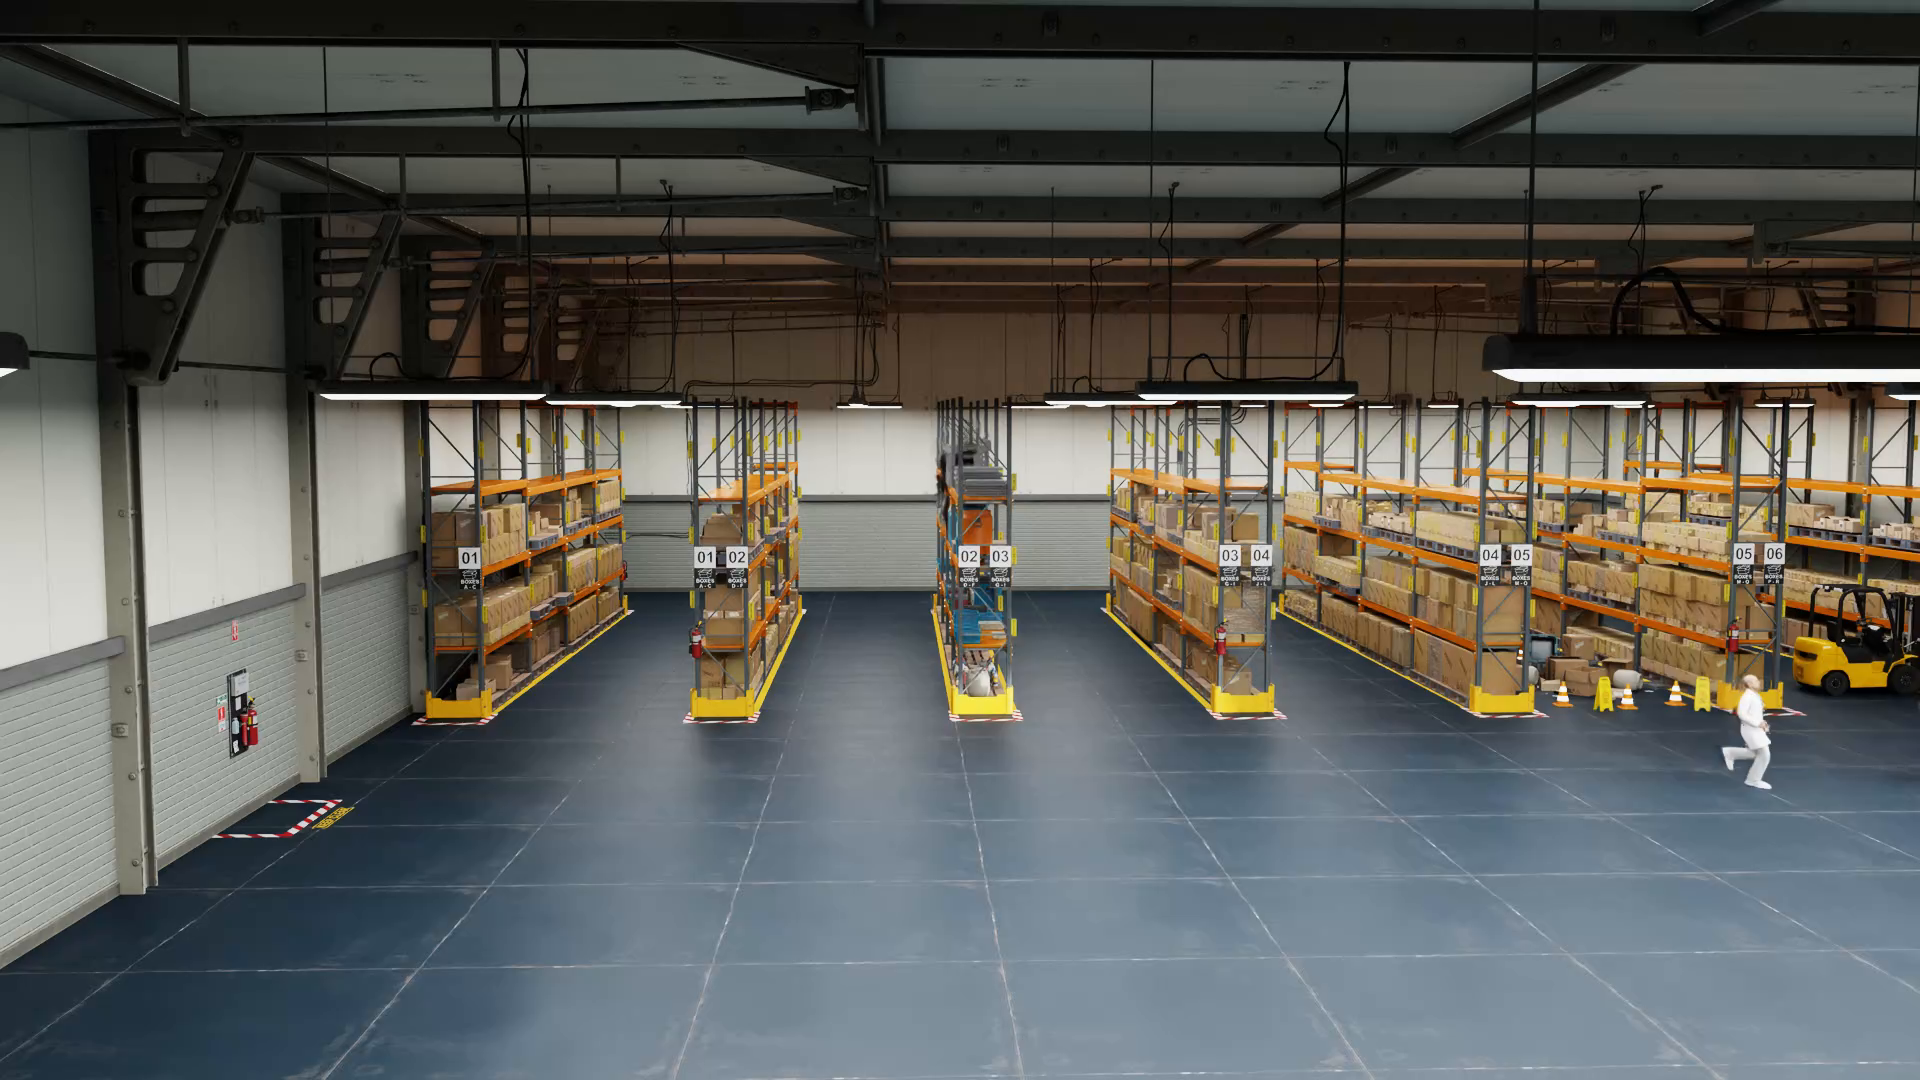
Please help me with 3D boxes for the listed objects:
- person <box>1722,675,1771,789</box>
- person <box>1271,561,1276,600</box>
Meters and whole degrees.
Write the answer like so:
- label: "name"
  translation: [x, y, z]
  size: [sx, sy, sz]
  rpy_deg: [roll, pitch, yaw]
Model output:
- label: "person"
  translation: [12.068, 2.915, 25.475]
  size: [0.711, 1.725, 0.722]
  rpy_deg: [3, 5, 31]
- label: "person"
  translation: [8.955, 1.103, 48.815]
  size: [0.866, 1.697, 0.706]
  rpy_deg: [-1, 5, -16]
